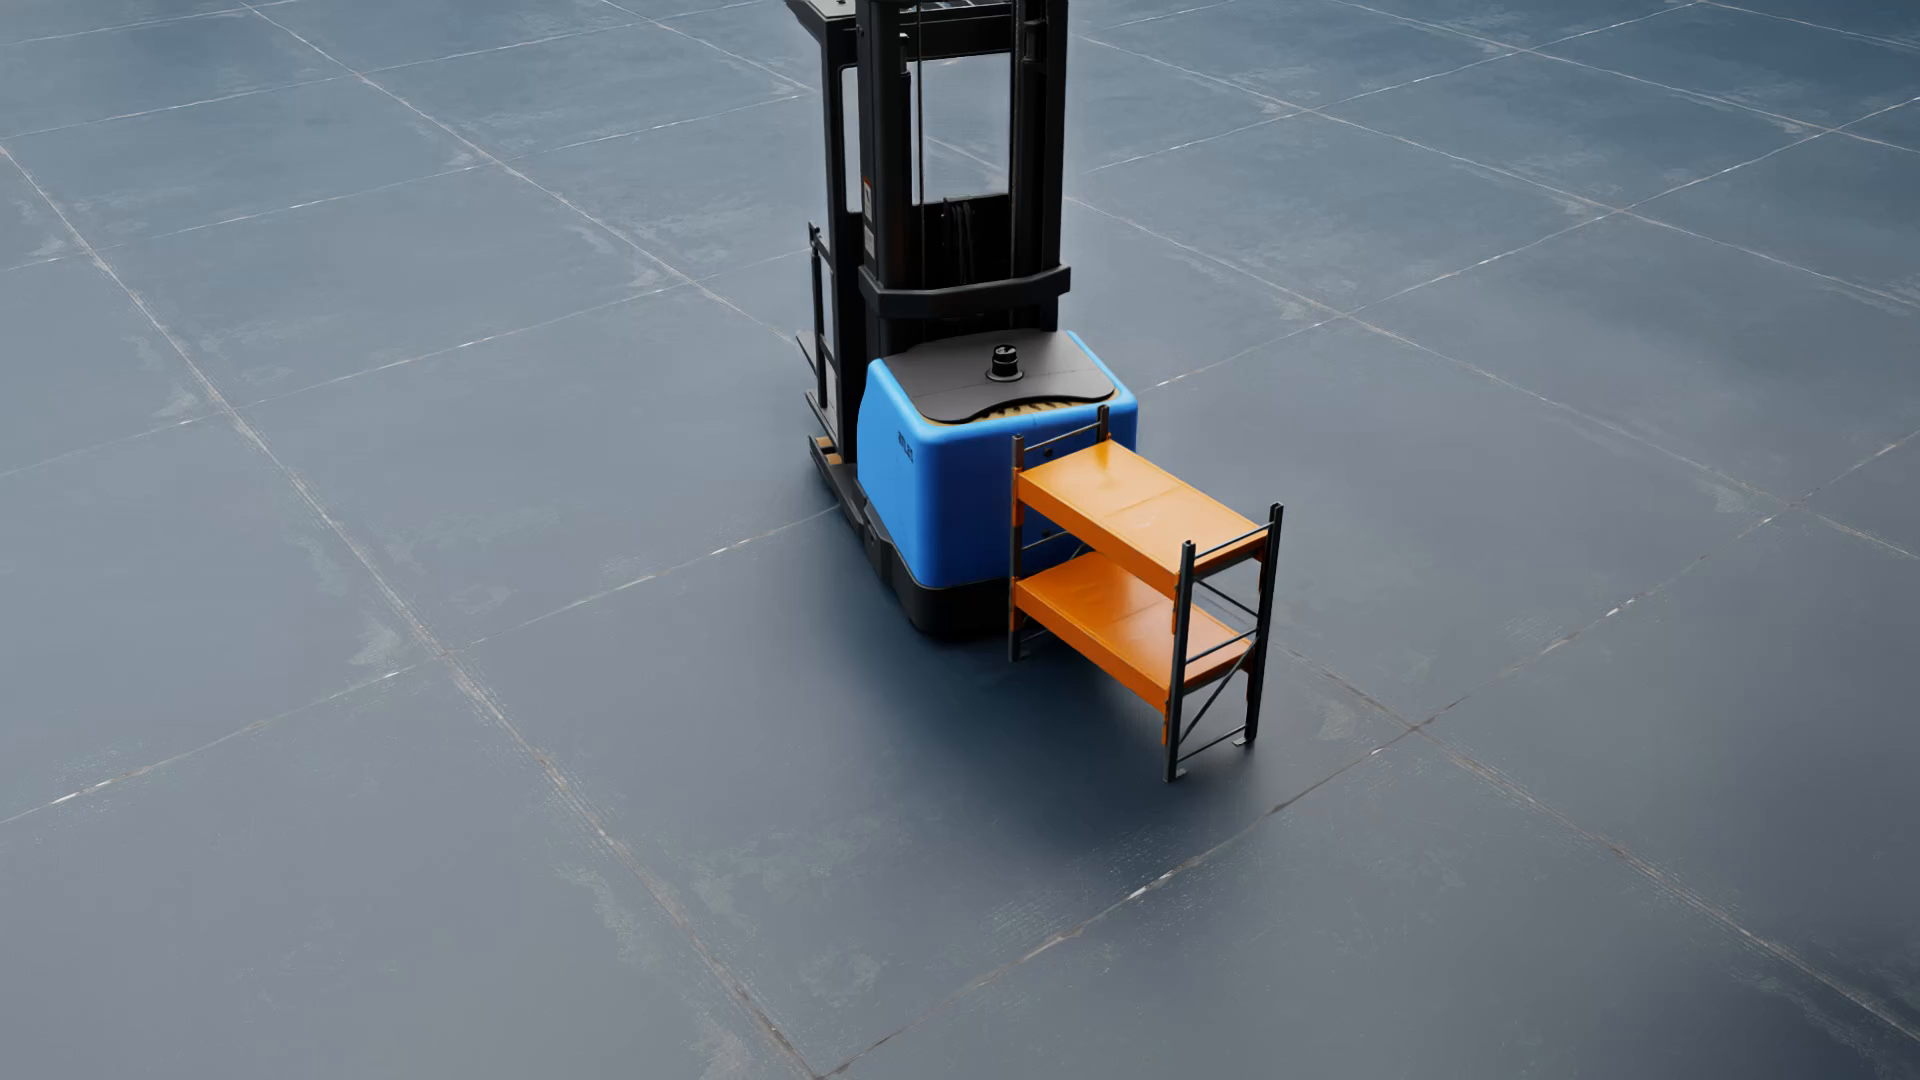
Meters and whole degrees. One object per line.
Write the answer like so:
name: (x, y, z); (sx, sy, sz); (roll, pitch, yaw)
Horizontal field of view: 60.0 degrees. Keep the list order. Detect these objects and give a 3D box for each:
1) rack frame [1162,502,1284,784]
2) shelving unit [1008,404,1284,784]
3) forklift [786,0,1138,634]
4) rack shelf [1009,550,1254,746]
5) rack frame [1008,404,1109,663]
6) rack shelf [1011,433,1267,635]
rack frame: (1.025, 0.416, 6.514); (0.500, 1.125, 0.032); (-21, 38, -30)
shelving unit: (0.723, 0.200, 6.862); (0.538, 1.125, 1.048); (-21, 38, -30)
forklift: (-0.162, -1.594, 8.038); (1.130, 2.935, 3.031); (-10, 33, -16)
rack shelf: (0.723, 0.408, 6.991); (0.538, 0.278, 1.000); (-21, 38, -30)
rack frame: (0.422, -0.016, 7.210); (0.500, 1.125, 0.032); (-21, 38, -30)
rack shelf: (0.723, -0.049, 6.708); (0.538, 0.278, 1.000); (-21, 38, -30)
